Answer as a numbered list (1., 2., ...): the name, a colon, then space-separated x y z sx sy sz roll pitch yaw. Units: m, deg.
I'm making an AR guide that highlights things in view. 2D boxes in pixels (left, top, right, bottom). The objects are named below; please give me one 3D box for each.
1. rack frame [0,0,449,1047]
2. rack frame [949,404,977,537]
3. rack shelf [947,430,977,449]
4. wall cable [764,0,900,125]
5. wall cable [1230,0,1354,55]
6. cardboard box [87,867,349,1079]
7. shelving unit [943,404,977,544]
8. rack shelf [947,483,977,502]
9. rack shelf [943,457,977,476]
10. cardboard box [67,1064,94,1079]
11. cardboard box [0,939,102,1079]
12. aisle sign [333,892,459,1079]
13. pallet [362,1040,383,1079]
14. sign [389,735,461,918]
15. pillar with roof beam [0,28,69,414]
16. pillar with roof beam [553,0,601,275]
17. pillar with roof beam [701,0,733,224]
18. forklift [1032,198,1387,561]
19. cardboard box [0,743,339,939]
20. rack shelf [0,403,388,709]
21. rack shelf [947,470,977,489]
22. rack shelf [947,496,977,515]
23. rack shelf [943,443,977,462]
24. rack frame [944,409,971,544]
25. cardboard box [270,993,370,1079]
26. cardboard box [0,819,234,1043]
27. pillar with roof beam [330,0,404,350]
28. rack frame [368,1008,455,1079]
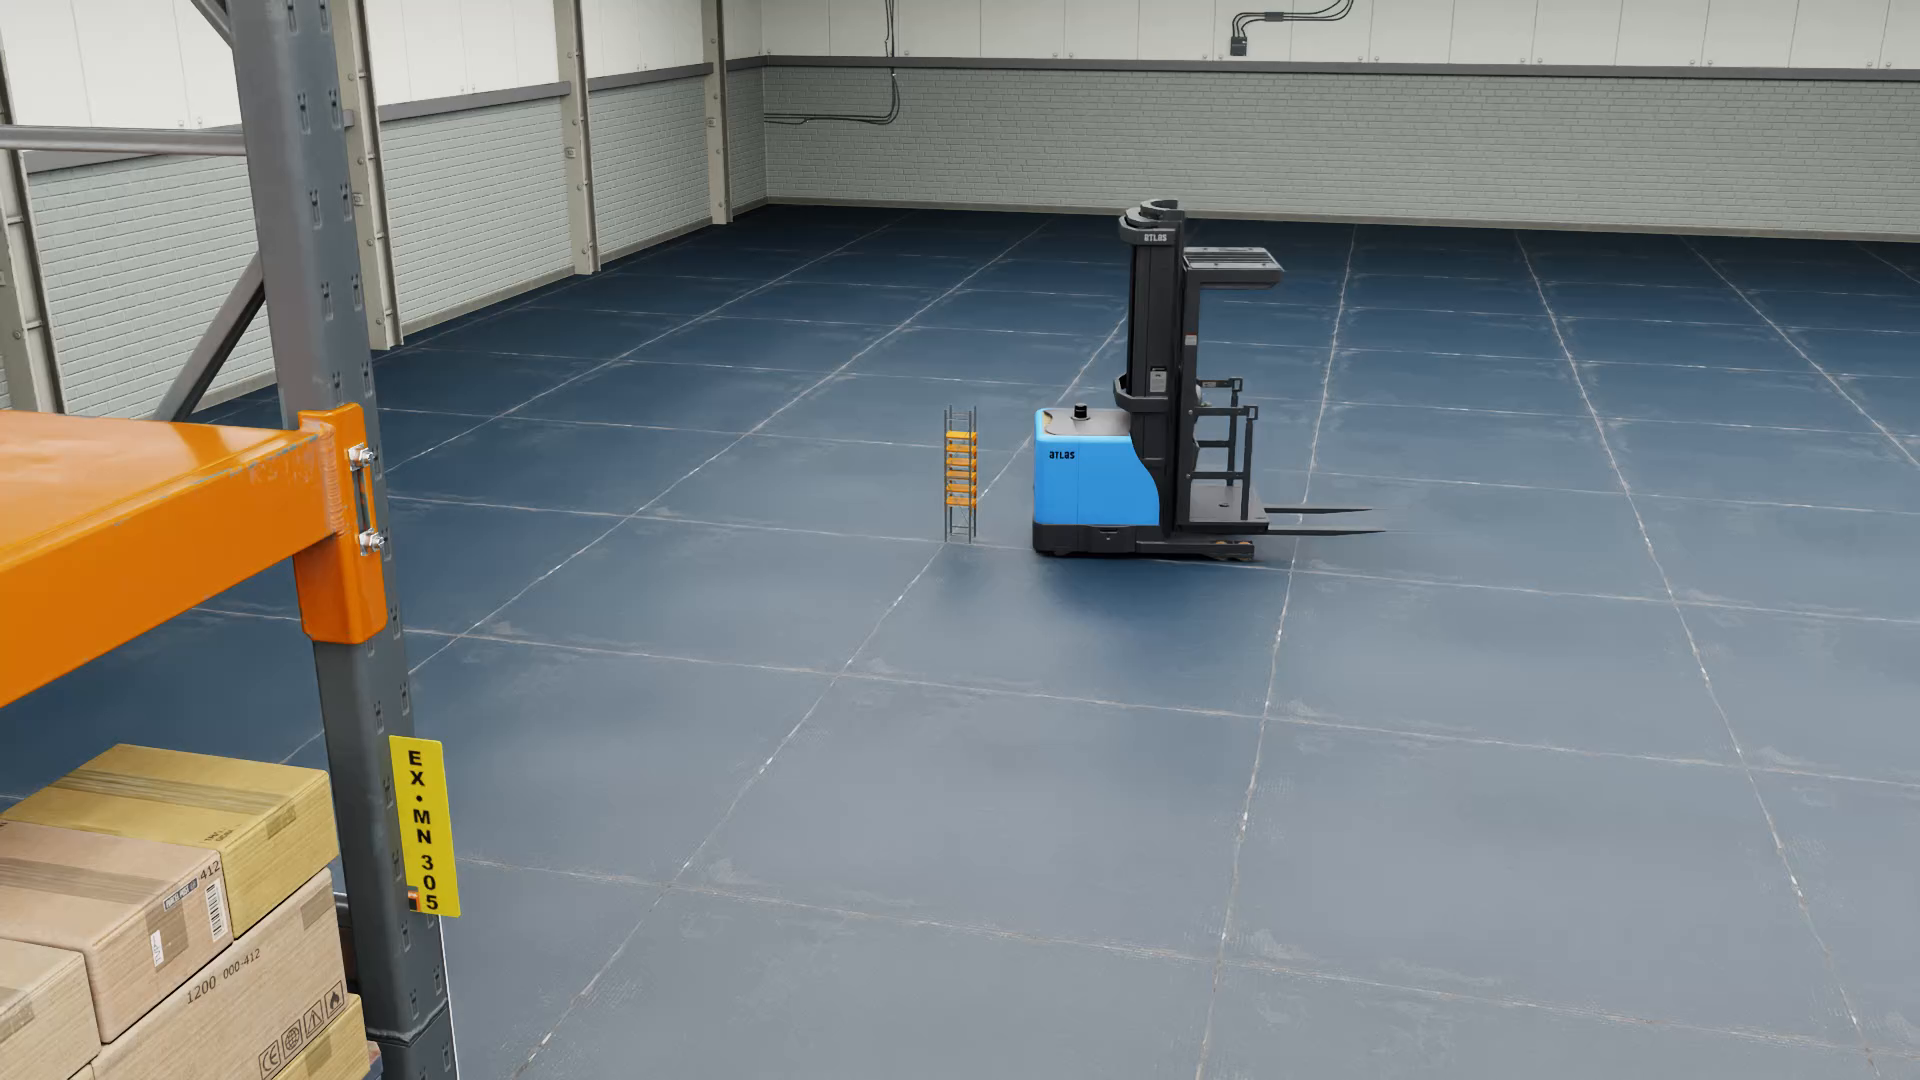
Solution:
1. rack frame: -1.414 -0.608 2.544 1.000 3.000 0.127 5 19 13
2. rack frame: 0.026 -0.601 14.591 0.240 1.200 0.006 5 19 13
3. rack shelf: 0.004 -0.871 14.405 0.258 0.103 0.180 5 19 13
4. wall cable: -2.765 -9.963 34.739 3.097 2.526 0.112 5 19 13
5. wall cable: 6.437 -12.287 31.477 2.305 6.003 0.169 5 19 13
6. cardboard box: -1.262 0.672 2.408 0.500 0.250 0.500 5 19 14
7. shelving unit: 0.004 -0.572 14.507 0.258 1.200 0.189 5 19 13
8. rack shelf: 0.004 -0.417 14.560 0.258 0.103 0.180 5 19 13
9. rack shelf: 0.004 -0.644 14.482 0.258 0.103 0.180 5 19 13
10. cardboard box: -1.385 0.828 1.949 0.500 0.250 0.500 5 19 13
11. cardboard box: -1.292 0.598 2.005 0.380 0.149 0.250 5 19 14
12. aisle sign: -1.105 1.003 3.090 0.394 0.787 0.004 5 19 13
13. pallet: -1.585 1.087 2.360 1.003 0.211 1.213 5 19 13
14. sign: -0.891 0.478 2.761 0.100 0.325 0.005 5 19 13
15. pillar with roof beam: -4.990 -4.632 14.326 9.100 9.000 0.400 5 19 13
16. pillar with roof beam: -2.058 -8.393 25.338 9.100 9.000 0.400 5 19 13
17. pillar with roof beam: -0.592 -10.274 30.844 9.100 9.000 0.400 5 19 13
18. forklift: 2.156 -1.380 14.193 3.031 2.935 1.130 1 19 2
19. cardboard box: -1.167 0.440 2.469 0.380 0.149 0.250 5 19 14
20. rack shelf: -1.902 0.549 0.890 1.077 0.370 4.000 5 19 13
21. rack shelf: 0.004 -0.530 14.521 0.258 0.103 0.180 5 19 13
22. rack shelf: 0.004 -0.303 14.599 0.258 0.103 0.180 5 19 13
23. rack shelf: 0.004 -0.757 14.444 0.258 0.103 0.180 5 19 13
24. rack frame: -0.019 -0.544 14.423 0.240 1.200 0.006 5 19 13
25. cardboard box: -1.166 0.816 2.602 0.380 0.149 0.250 5 19 13
26. cardboard box: -1.229 0.518 2.241 0.380 0.149 0.250 5 19 14
27. pillar with roof beam: -3.524 -6.512 19.832 9.100 9.000 0.400 5 19 13
28. rack frame: -1.414 2.231 3.514 1.000 3.000 0.127 5 19 13
